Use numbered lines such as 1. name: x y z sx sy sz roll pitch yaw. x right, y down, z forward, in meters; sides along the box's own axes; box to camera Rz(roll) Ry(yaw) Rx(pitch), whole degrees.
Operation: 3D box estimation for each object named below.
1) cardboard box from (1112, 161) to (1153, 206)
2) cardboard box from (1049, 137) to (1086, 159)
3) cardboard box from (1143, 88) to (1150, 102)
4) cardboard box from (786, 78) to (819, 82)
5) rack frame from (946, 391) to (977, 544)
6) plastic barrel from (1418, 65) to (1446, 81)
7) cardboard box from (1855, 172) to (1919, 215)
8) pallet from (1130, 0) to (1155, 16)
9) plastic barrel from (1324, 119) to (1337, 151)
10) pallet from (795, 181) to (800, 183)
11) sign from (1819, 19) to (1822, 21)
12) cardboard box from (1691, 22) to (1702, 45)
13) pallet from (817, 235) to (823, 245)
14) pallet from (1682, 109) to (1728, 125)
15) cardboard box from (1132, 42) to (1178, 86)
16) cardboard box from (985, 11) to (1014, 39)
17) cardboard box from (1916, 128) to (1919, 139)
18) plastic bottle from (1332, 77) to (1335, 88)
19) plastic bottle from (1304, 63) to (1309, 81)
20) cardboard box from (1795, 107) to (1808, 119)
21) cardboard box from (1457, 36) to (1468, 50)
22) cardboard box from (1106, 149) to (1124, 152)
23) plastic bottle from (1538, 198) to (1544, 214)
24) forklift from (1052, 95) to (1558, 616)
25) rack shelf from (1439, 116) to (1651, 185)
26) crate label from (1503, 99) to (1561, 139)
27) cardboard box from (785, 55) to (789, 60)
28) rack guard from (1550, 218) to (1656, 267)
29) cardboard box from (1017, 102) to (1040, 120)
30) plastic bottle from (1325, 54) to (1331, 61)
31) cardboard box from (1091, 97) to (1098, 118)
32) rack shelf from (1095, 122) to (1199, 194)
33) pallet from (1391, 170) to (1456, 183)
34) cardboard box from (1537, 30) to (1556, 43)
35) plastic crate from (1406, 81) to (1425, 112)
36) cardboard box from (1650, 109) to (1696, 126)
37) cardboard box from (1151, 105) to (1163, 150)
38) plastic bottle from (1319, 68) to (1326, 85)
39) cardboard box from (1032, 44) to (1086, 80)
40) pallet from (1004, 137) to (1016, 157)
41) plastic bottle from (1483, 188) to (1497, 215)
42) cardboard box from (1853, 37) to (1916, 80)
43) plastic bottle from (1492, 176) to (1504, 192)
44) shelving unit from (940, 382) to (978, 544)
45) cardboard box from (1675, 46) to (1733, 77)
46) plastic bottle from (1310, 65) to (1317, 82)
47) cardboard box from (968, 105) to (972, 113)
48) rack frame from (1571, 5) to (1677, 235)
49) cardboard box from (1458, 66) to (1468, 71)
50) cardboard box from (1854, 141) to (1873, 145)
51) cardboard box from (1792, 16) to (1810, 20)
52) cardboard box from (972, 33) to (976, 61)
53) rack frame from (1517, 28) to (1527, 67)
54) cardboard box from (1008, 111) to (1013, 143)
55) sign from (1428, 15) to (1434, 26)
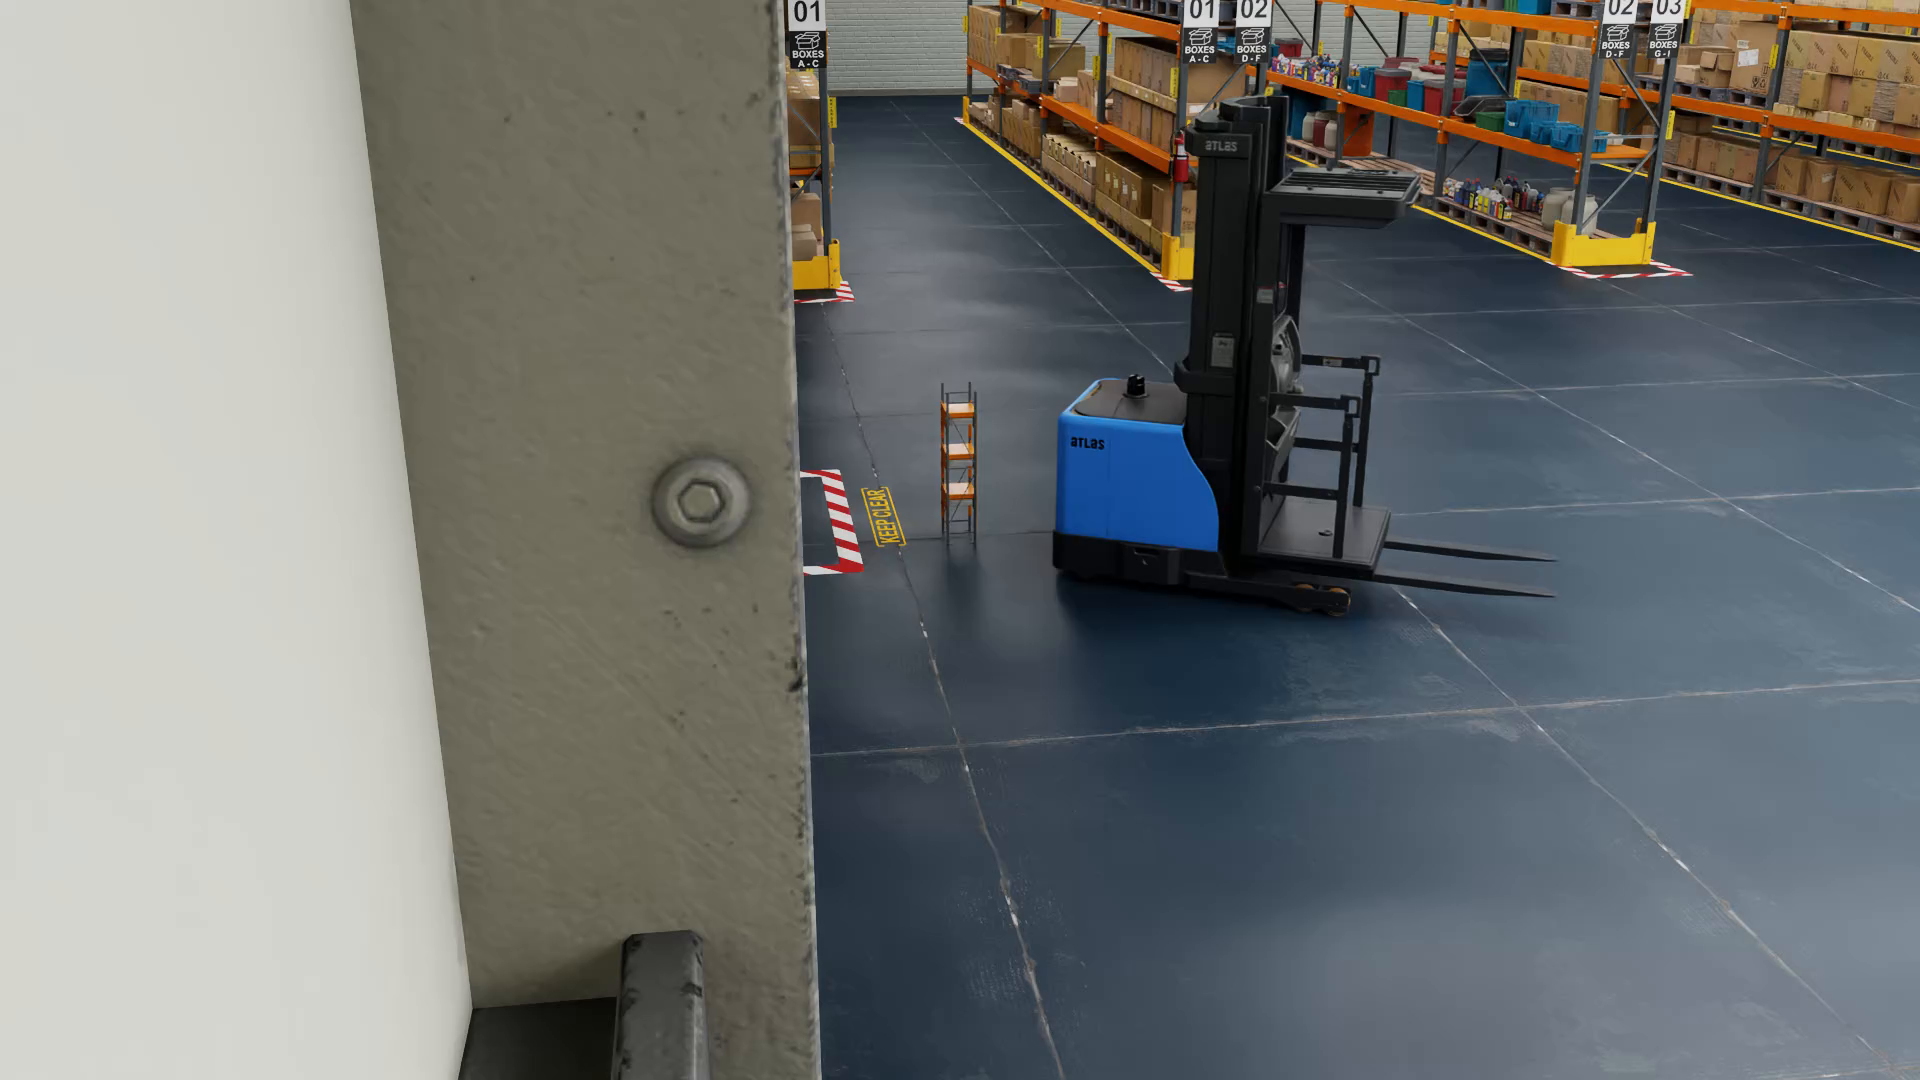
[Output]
1. cardboard box: 2.280 -4.636 21.599 0.500 0.500 0.500 -3 21 -8
2. cardboard box: 1.671 -6.077 25.728 0.500 0.311 0.500 -3 21 -9
3. cardboard box: 2.486 -5.524 20.649 0.380 0.149 0.250 -3 21 -8
4. cardboard box: -2.009 -5.442 20.614 0.500 0.500 0.500 -4 21 -9
5. rack frame: 0.010 -0.468 10.969 0.200 1.050 0.008 -3 21 -8
6. plastic barrel: 7.192 -6.957 25.361 0.433 0.535 0.433 0 20 0
7. cardboard box: 12.493 -4.678 22.425 0.500 0.500 0.500 -1 21 -3
8. pallet: 2.700 -6.547 20.297 1.003 0.211 1.213 -3 21 -8
9. plastic barrel: 6.447 -6.923 28.419 0.421 0.512 0.421 0 20 0
10. pallet: -2.988 -5.455 25.520 1.003 0.211 1.213 -3 21 -8
11. sign: 16.500 -9.953 31.924 0.100 0.325 0.005 -3 21 -8
12. cardboard box: 15.327 -10.429 34.284 0.500 0.500 0.500 -3 21 -7
13. pallet: -2.212 -3.687 20.786 1.003 0.211 1.213 -3 21 -8
14. pallet: 15.640 -8.730 34.287 1.003 0.211 1.213 -3 21 -8
15. cardboard box: 2.594 -6.051 21.134 0.700 0.500 0.500 -3 21 -8
16. cardboard box: 0.747 -9.697 31.321 0.500 0.500 0.500 -3 21 -7
17. cardboard box: 12.391 -5.153 21.085 0.380 0.149 0.250 -3 21 -8
18. plastic bottle: 6.225 -7.598 27.557 0.097 0.201 0.097 0 20 0
19. plastic bottle: 6.013 -8.102 28.787 0.061 0.283 0.133 -3 21 -8
20. cardboard box: 12.002 -6.017 23.398 0.380 0.149 0.250 -3 21 -8
21. cardboard box: 10.404 -10.087 33.725 0.500 0.250 0.500 -4 21 -10
22. cardboard box: 2.423 -5.578 24.392 0.500 0.311 0.500 -4 21 -10
23. plastic bottle: 7.826 -4.488 22.317 0.097 0.201 0.097 0 20 0
24. forklift: 2.163 -1.125 10.038 3.031 2.935 1.130 7 22 18
25. rack shelf: 7.569 -5.117 21.659 1.077 0.370 4.000 -3 21 -8
26. crate label: 7.324 -5.402 21.342 0.502 0.435 0.616 -3 21 -8
27. cardboard box: -2.915 -6.931 24.714 0.700 0.500 0.500 -5 21 -13
28. rack guard: 7.800 -3.615 20.180 1.175 0.500 0.348 -3 21 -8
29. cardboard box: 1.271 -7.355 28.494 0.500 0.250 0.500 -3 21 -9
30. plastic bottle: 6.610 -8.528 29.832 0.144 0.351 0.185 -3 21 -8
31. cardboard box: 2.070 -6.131 23.535 0.396 0.266 0.258 -3 21 -9
32. rack shelf: 2.667 -4.869 20.993 1.077 0.370 4.000 -3 21 -8
33. pallet: 6.950 -5.534 25.731 1.003 0.211 1.213 -3 21 -8
34. cardboard box: 11.129 -9.463 30.688 0.797 0.503 0.637 -3 21 -9
35. plastic crate: 6.814 -6.506 24.370 0.392 0.384 0.575 -3 21 -8
36. cardboard box: 11.731 -6.938 27.376 0.500 0.250 0.500 -2 21 -6
37. cardboard box: 2.754 -5.076 20.378 0.700 0.500 0.500 -3 21 -7
38. plastic bottle: 6.136 -7.846 28.119 0.097 0.271 0.097 0 20 0
39. cardboard box: 1.599 -7.739 26.907 0.700 0.500 0.500 -10 23 -26
40. pallet: 1.380 -7.082 29.877 1.003 0.211 1.213 -3 21 -8
41. plastic bottle: 7.102 -4.535 22.228 0.144 0.351 0.185 -2 21 -6
42. cardboard box: 12.223 -6.364 21.971 0.500 0.500 0.500 -3 21 -8
43. plastic bottle: 7.516 -4.896 23.196 0.144 0.351 0.185 -3 21 -8
44. shelving unit: -0.008 -0.510 11.082 0.215 1.050 0.252 -3 21 -8
45. cardboard box: 11.902 -7.652 26.674 0.700 0.500 0.500 0 20 0
46. plastic bottle: 6.059 -7.991 28.492 0.061 0.283 0.133 -3 21 -8
47. cardboard box: 0.369 -8.761 33.833 0.380 0.149 0.250 -3 21 -8
48. rack frame: 7.857 -4.762 19.679 1.000 3.000 0.127 -3 21 -8
49. cardboard box: 10.755 -9.220 34.052 0.875 0.875 0.875 -3 21 -8
50. cardboard box: 16.174 -7.237 29.279 0.500 0.500 0.500 -3 21 -8
51. cardboard box: 16.127 -10.205 32.255 0.500 0.500 0.500 -2 21 -6
52. cardboard box: 0.531 -9.755 32.904 0.500 0.500 0.500 -3 21 -8
53. rack frame: 11.029 -9.167 31.472 1.000 3.000 0.127 -3 21 -8
54. cardboard box: 1.142 -7.339 29.524 0.500 0.500 0.500 -3 21 -7
55. sign: 9.902 -10.968 34.945 0.100 0.325 0.005 -3 21 -8
